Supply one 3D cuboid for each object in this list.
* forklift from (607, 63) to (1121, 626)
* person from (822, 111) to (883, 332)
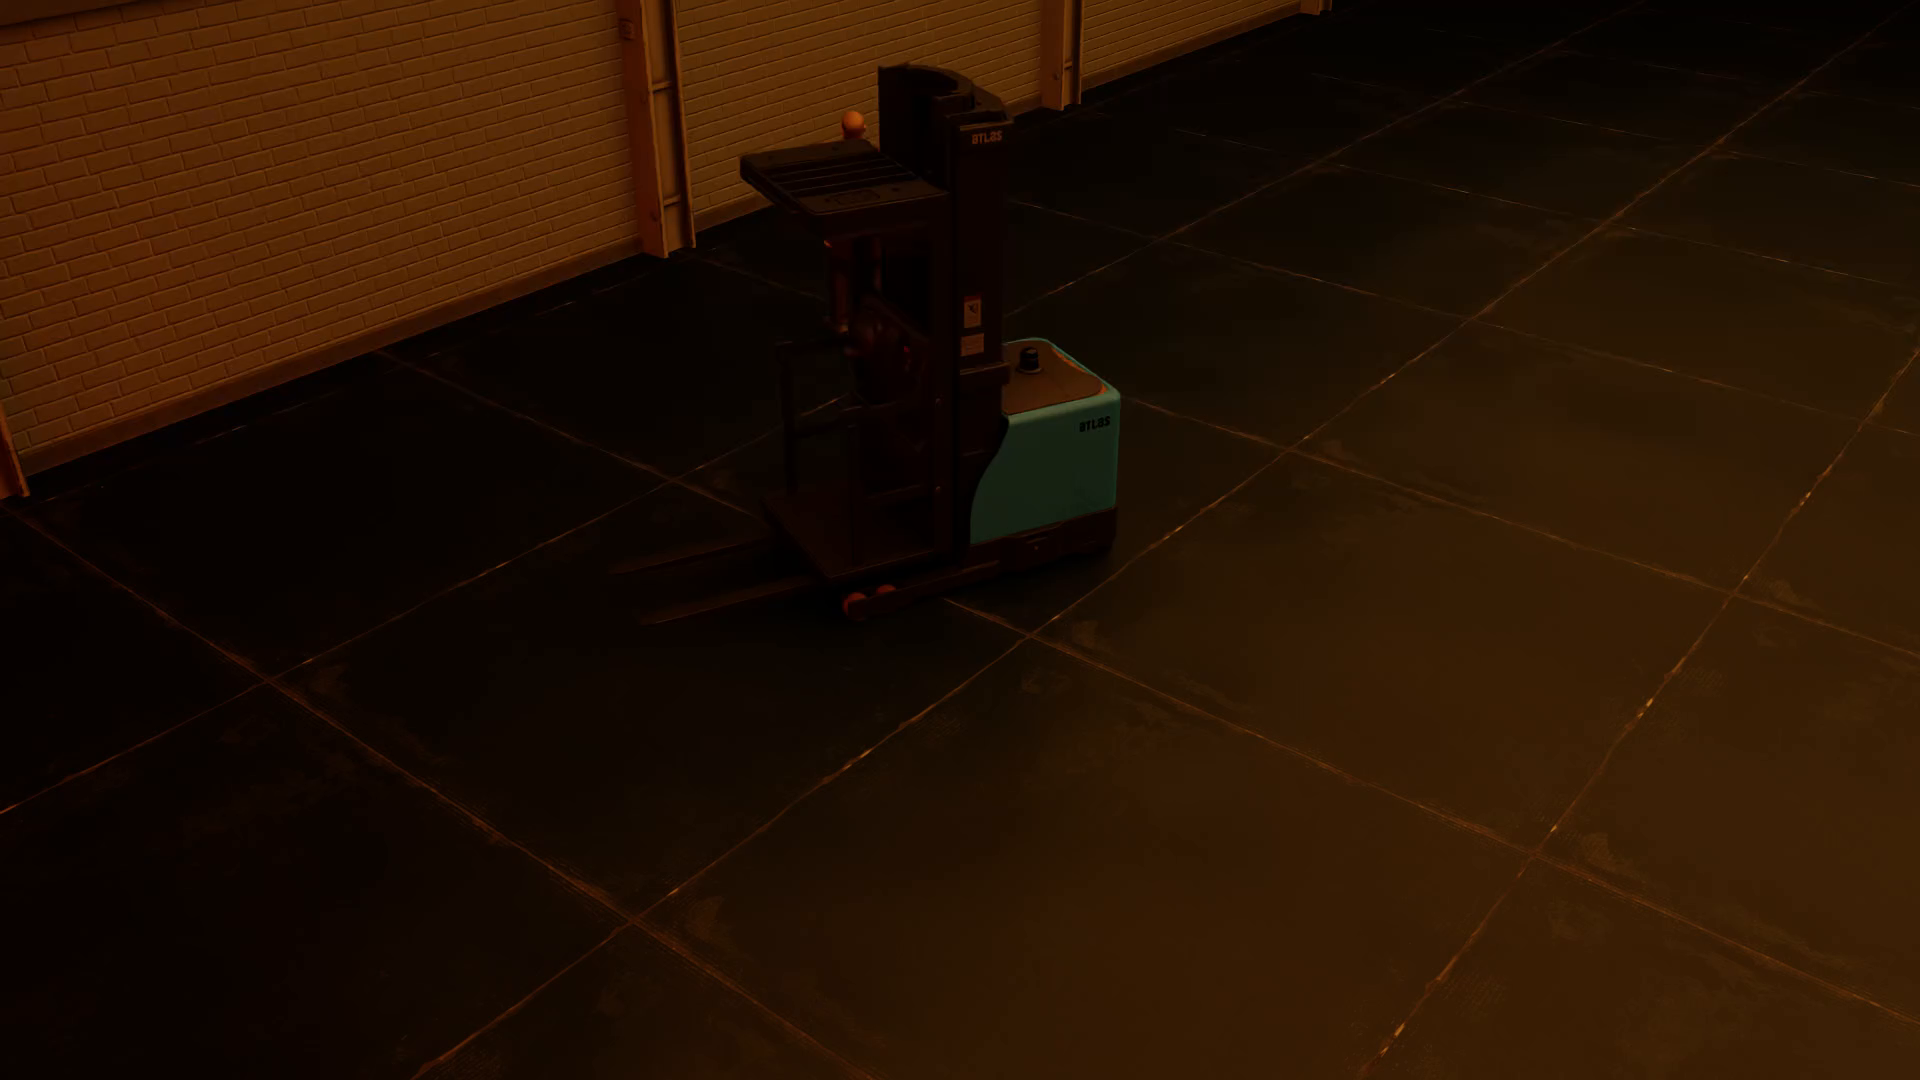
[{"bbox_3d":[-0.576,-1.095,9.468,3.031,2.935,1.130,-15,33,-23],"label":"forklift"},{"bbox_3d":[-0.799,-2.465,12.989,0.660,1.791,0.492,-6,31,-10],"label":"person"}]
